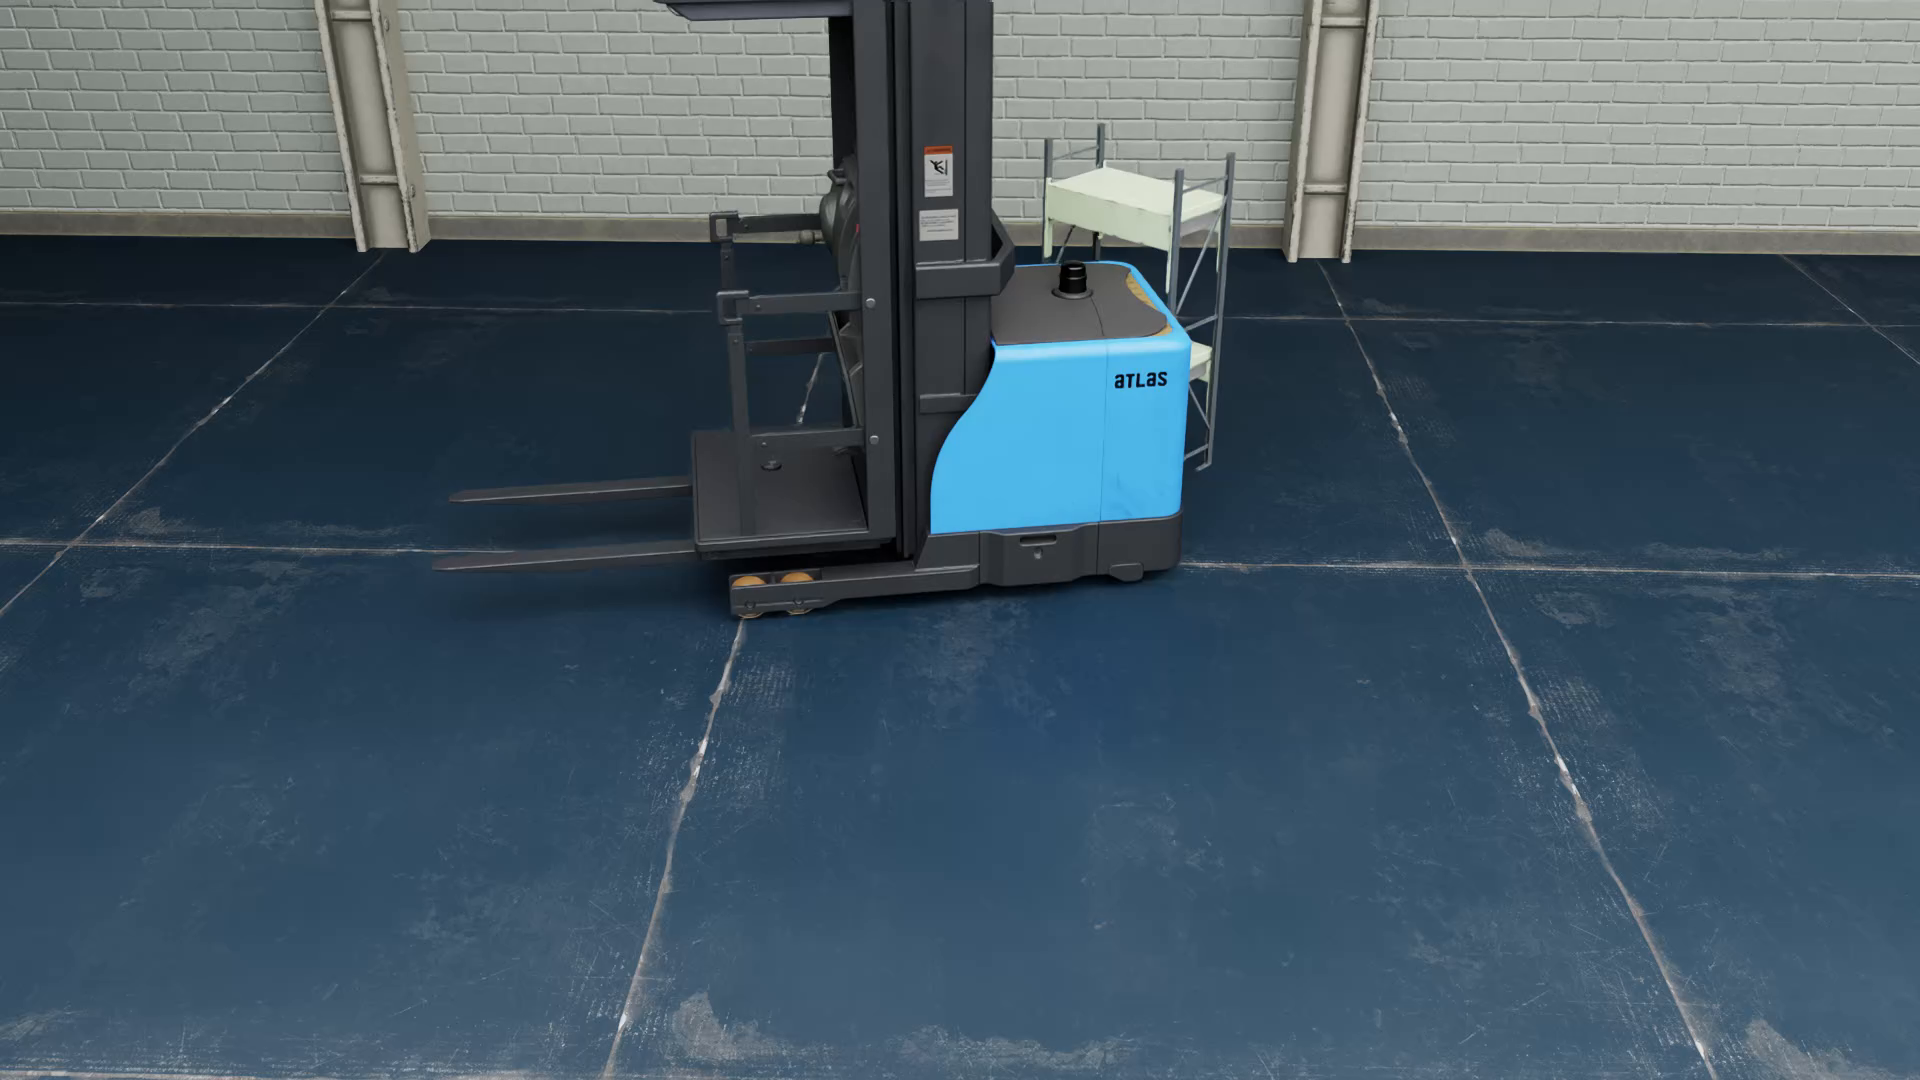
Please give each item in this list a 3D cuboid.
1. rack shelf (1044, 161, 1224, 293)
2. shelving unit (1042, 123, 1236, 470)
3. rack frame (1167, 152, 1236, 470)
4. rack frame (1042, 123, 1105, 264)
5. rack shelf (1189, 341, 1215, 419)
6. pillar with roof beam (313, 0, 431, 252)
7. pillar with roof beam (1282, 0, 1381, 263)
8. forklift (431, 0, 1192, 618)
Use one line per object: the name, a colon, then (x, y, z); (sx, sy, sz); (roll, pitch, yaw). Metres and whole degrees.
rack shelf: (0.788, -1.422, 7.497); (0.720, 0.370, 0.431); (24, 36, 38)
shelving unit: (0.788, -1.077, 7.680); (0.755, 1.500, 0.431); (24, 36, 38)
rack frame: (1.051, -0.958, 7.455); (0.023, 1.500, 0.400); (24, 36, 38)
rack frame: (0.525, -1.196, 7.905); (0.023, 1.500, 0.400); (24, 36, 38)
rack shelf: (0.788, -0.789, 7.833); (0.720, 0.370, 0.431); (24, 36, 38)
pillar with roof beam: (-3.856, -3.899, 4.998); (0.400, 9.000, 9.100); (1, 28, 2)
pillar with roof beam: (2.140, -3.800, 4.811); (0.400, 9.000, 9.100); (1, 28, 2)
forklift: (-0.643, -1.248, 6.474); (3.031, 2.935, 1.130); (-4, 28, -8)
